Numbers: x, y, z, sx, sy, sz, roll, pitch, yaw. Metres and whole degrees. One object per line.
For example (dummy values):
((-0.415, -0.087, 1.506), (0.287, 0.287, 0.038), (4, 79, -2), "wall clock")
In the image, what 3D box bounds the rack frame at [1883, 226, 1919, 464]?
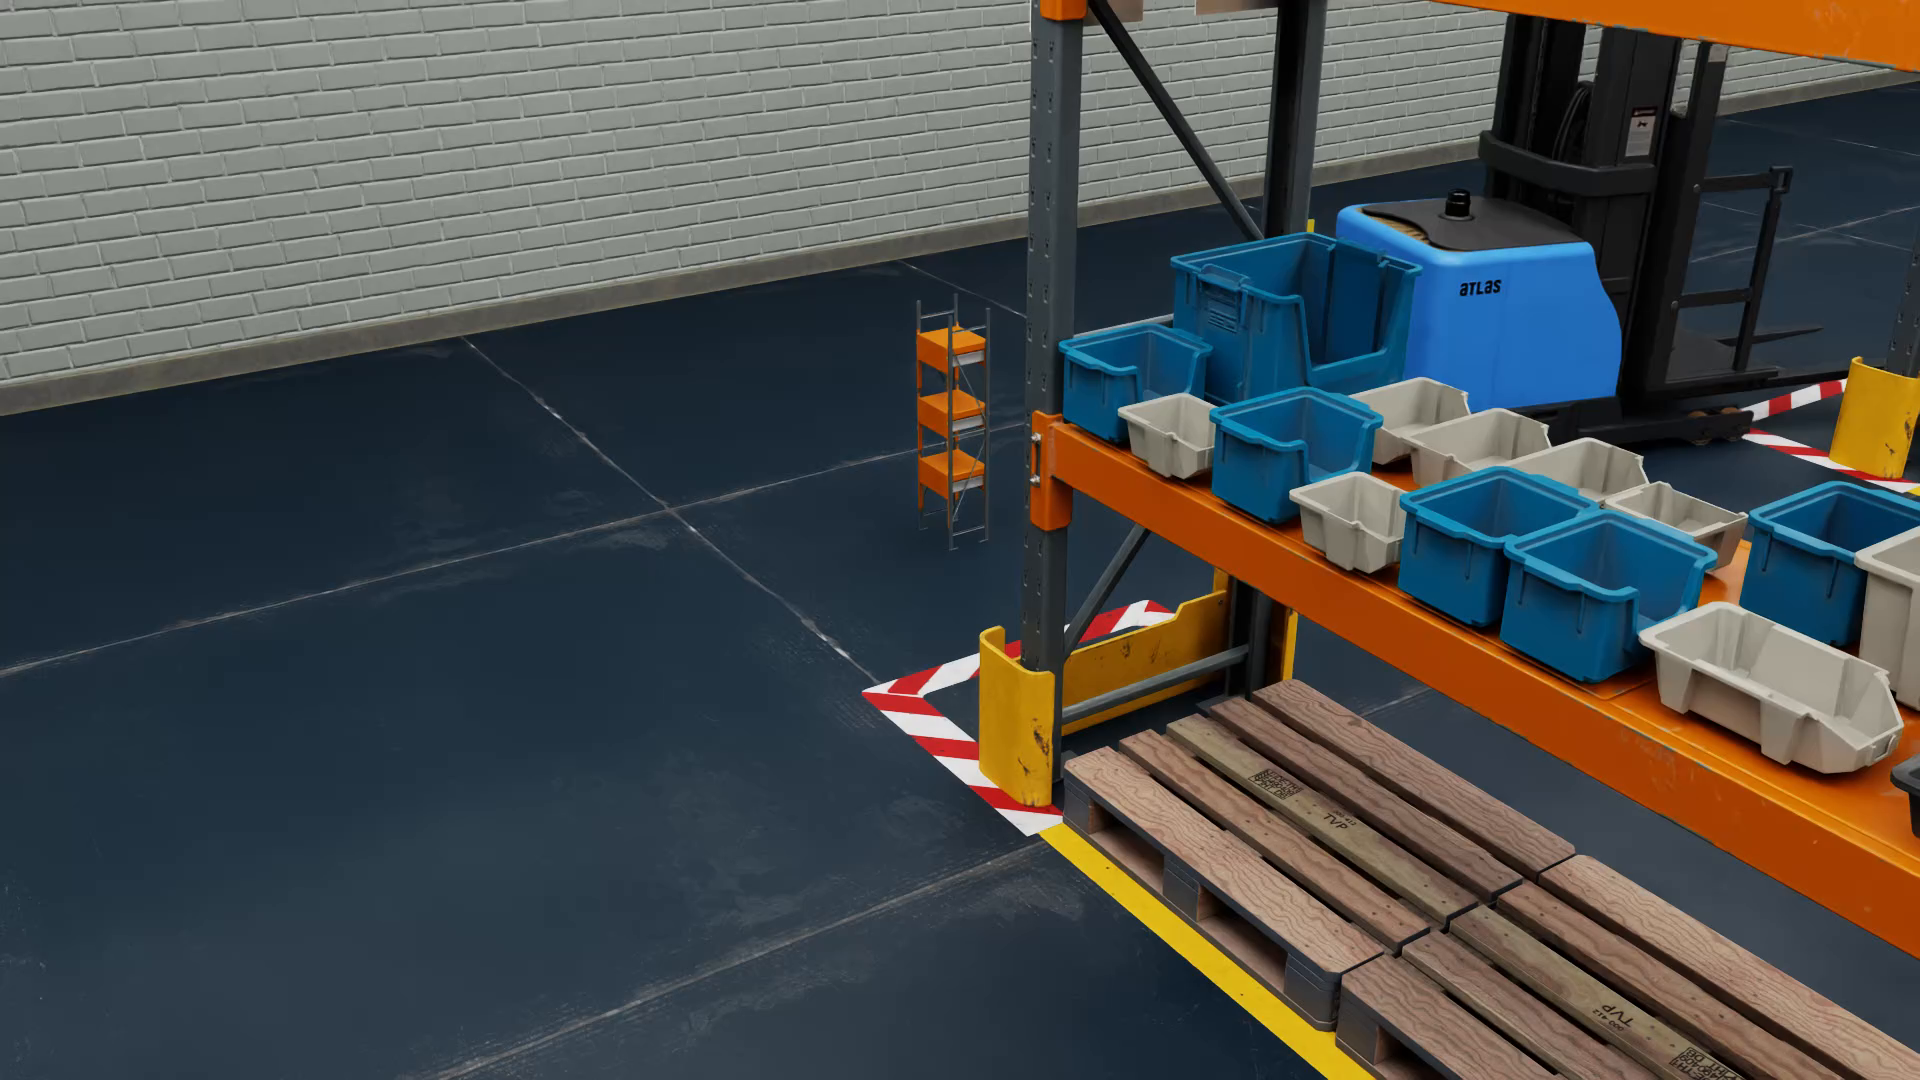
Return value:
((4.796, -1.820, 7.592), (1.000, 3.000, 0.127), (-16, 29, -30), "rack frame")

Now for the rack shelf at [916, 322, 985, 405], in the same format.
((-0.029, -0.741, 6.950), (0.215, 0.259, 0.240), (-16, 29, -30), "rack shelf")

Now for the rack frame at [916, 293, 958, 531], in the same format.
((-0.096, -0.538, 7.159), (0.200, 1.050, 0.008), (-16, 29, -30), "rack frame")

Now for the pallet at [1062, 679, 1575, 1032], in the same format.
((1.064, 0.899, 5.099), (1.003, 0.211, 1.213), (-16, 29, -30), "pallet")

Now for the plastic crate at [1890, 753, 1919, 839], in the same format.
((1.993, 0.524, 2.878), (0.437, 0.125, 0.590), (-16, 29, -30), "plastic crate")

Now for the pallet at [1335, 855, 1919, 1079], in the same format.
((1.725, 1.335, 4.175), (1.003, 0.211, 1.213), (-16, 29, -30), "pallet")

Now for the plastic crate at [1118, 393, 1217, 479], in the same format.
((0.611, -0.275, 4.557), (0.250, 0.136, 0.298), (-16, 29, -30), "plastic crate")

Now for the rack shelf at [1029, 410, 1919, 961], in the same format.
((1.738, 0.375, 3.786), (1.077, 0.370, 4.000), (-16, 29, -30), "rack shelf")

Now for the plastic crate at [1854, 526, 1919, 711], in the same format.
((2.150, 0.202, 3.377), (0.437, 0.282, 0.530), (-16, 29, -30), "plastic crate")

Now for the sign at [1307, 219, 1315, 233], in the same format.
((1.098, -0.874, 5.396), (0.100, 0.325, 0.005), (-16, 29, -30), "sign")

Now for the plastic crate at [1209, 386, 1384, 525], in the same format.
((0.864, -0.217, 4.322), (0.416, 0.233, 0.300), (-16, 29, -30), "plastic crate")

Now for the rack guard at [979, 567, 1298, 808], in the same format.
((0.622, 0.459, 5.693), (1.175, 0.500, 0.348), (-16, 29, -30), "rack guard")

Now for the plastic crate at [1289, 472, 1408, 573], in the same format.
((0.981, -0.032, 4.043), (0.250, 0.136, 0.298), (-16, 29, -30), "plastic crate")

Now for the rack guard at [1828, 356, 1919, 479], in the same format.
((4.783, -0.699, 8.144), (1.175, 0.500, 0.348), (-16, 29, -30), "rack guard")

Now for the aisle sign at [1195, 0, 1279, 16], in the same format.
((0.852, -1.936, 4.792), (0.394, 0.787, 0.004), (-16, 29, -30), "aisle sign")

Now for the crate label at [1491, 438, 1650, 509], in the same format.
((1.561, -0.124, 4.237), (0.396, 0.136, 0.243), (-16, 29, -30), "crate label")

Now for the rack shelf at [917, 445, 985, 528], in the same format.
((-0.029, -0.233, 7.190), (0.215, 0.259, 0.240), (-16, 29, -30), "rack shelf")

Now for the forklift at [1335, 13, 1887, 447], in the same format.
((3.430, -2.001, 8.056), (3.031, 2.935, 1.130), (-7, 26, -15), "forklift")

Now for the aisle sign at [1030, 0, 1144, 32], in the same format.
((0.358, -1.798, 4.500), (0.394, 0.787, 0.004), (-16, 29, -30), "aisle sign")

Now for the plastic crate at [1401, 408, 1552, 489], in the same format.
((1.389, -0.218, 4.436), (0.396, 0.136, 0.243), (-16, 29, -30), "plastic crate")

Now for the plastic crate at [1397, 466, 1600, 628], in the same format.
((1.224, 0.018, 3.823), (0.416, 0.233, 0.300), (-16, 29, -30), "plastic crate")

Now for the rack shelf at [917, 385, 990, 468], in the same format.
((-0.029, -0.484, 7.071), (0.215, 0.259, 0.240), (-16, 29, -30), "rack shelf")

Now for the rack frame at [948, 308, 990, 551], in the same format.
((0.037, -0.450, 6.974), (0.200, 1.050, 0.008), (-16, 29, -30), "rack frame")

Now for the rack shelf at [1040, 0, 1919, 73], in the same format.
((1.738, -0.982, 3.145), (1.077, 0.370, 4.000), (-16, 29, -30), "rack shelf")

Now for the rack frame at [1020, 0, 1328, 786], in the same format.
((0.646, -0.666, 5.147), (1.000, 3.000, 0.127), (-16, 29, -30), "rack frame")

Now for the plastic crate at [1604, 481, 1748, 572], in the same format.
((1.739, -0.022, 4.022), (0.298, 0.136, 0.250), (-16, 29, -30), "plastic crate")

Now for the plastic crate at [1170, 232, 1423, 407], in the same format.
((0.985, -0.633, 4.965), (0.616, 0.435, 0.499), (-16, 29, -30), "plastic crate")

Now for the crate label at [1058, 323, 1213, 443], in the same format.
((0.505, -0.453, 4.821), (0.416, 0.233, 0.303), (-16, 29, -30), "crate label")

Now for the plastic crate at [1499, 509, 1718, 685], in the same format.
((1.387, 0.126, 3.596), (0.416, 0.233, 0.300), (-16, 29, -30), "plastic crate")

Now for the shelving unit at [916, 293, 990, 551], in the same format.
((-0.029, -0.494, 7.066), (0.215, 1.050, 0.252), (-16, 29, -30), "shelving unit")

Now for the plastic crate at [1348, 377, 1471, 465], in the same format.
((1.243, -0.325, 4.662), (0.396, 0.136, 0.243), (-16, 29, -30), "plastic crate")

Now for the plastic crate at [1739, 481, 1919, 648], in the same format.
((1.982, 0.057, 3.741), (0.416, 0.233, 0.300), (-16, 29, -30), "plastic crate")

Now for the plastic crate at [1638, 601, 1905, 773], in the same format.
((1.627, 0.304, 3.331), (0.293, 0.136, 0.466), (-16, 29, -30), "plastic crate")
